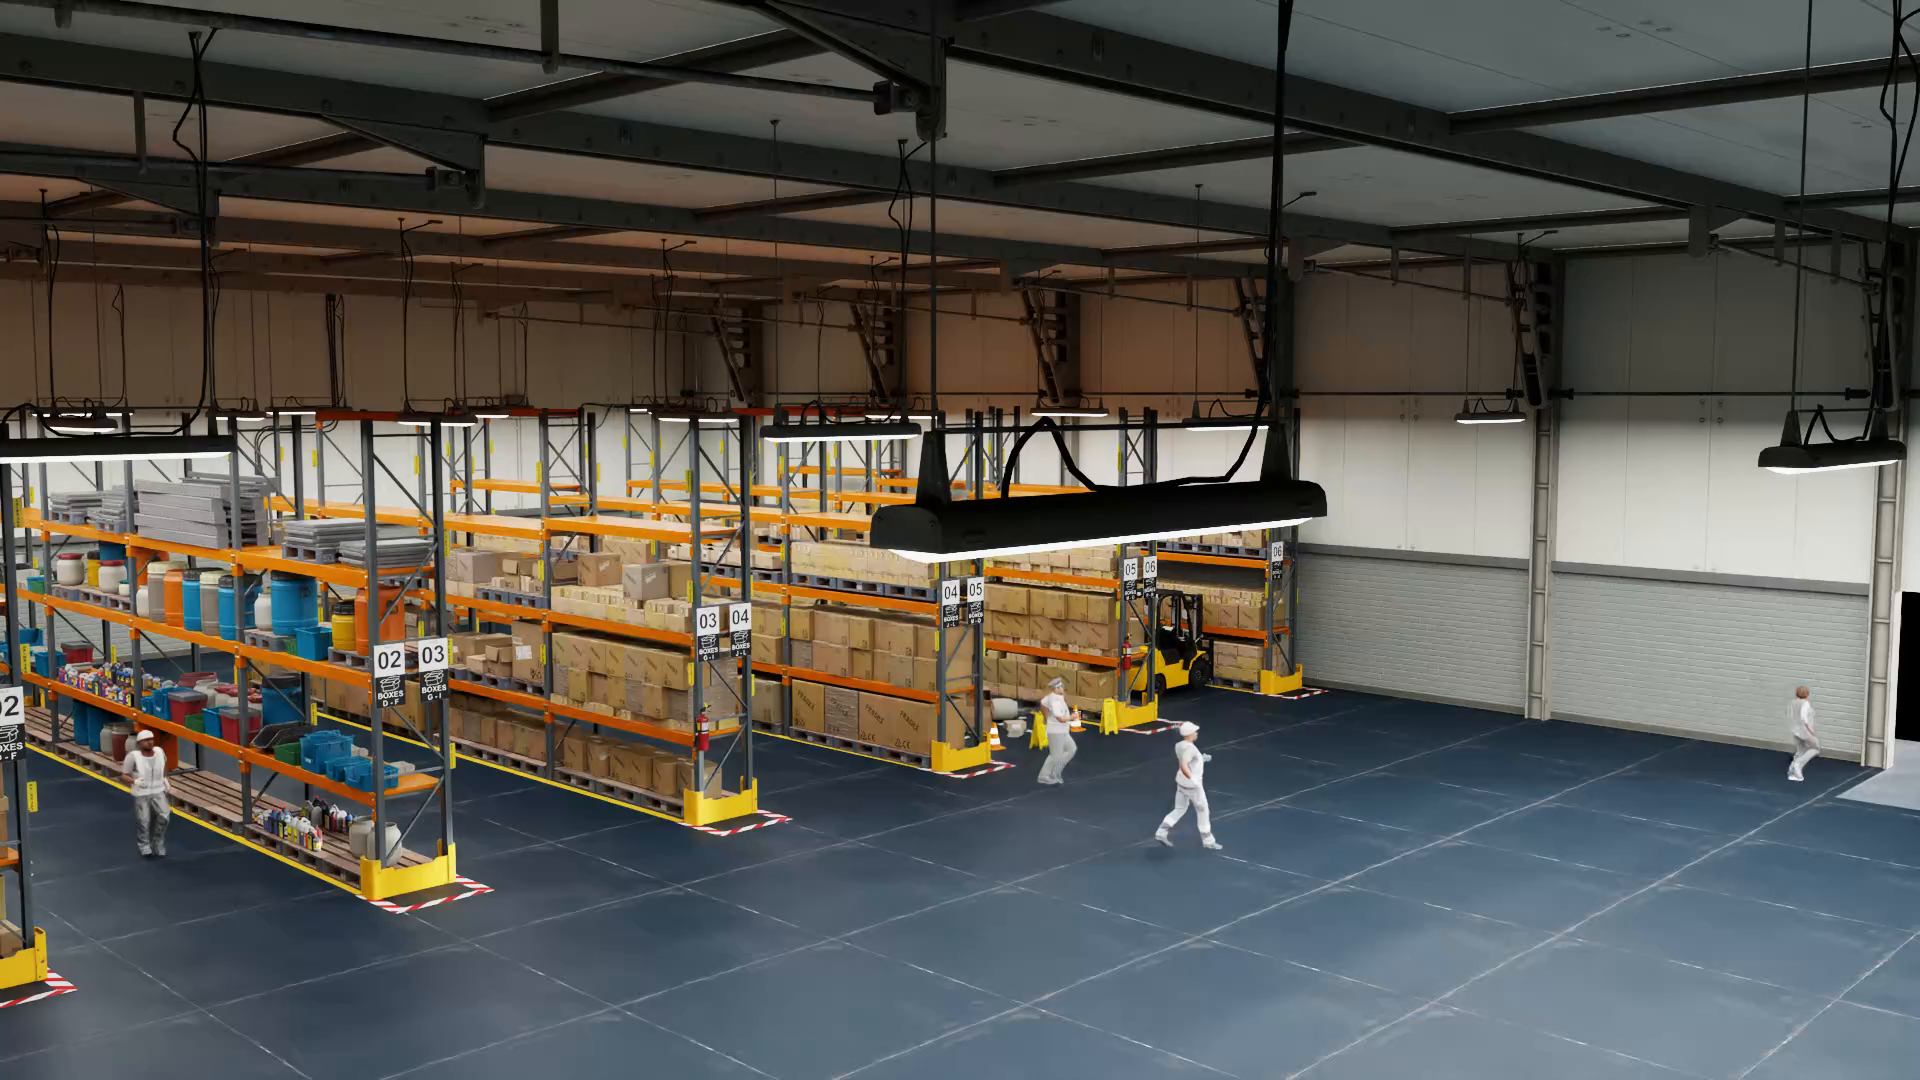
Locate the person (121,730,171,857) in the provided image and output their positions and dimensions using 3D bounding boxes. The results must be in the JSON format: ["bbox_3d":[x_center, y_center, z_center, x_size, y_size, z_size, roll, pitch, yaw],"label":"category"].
[{"bbox_3d":[-10.993,3.455,22.545,0.671,1.777,0.675,-5,7,-43],"label":"person"}]

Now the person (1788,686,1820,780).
[{"bbox_3d":[13.789,3.158,27.124,0.549,1.538,0.522,-1,5,-11],"label":"person"}]

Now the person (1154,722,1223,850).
[{"bbox_3d":[3.153,3.382,22.837,0.981,1.785,0.650,-2,5,-20],"label":"person"}]

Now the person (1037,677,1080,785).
[{"bbox_3d":[1.587,3.086,26.746,0.682,1.788,0.640,0,5,5],"label":"person"}]

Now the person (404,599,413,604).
[{"bbox_3d":[-12.699,2.160,37.974,0.671,1.634,0.515,-1,5,-9],"label":"person"}]
